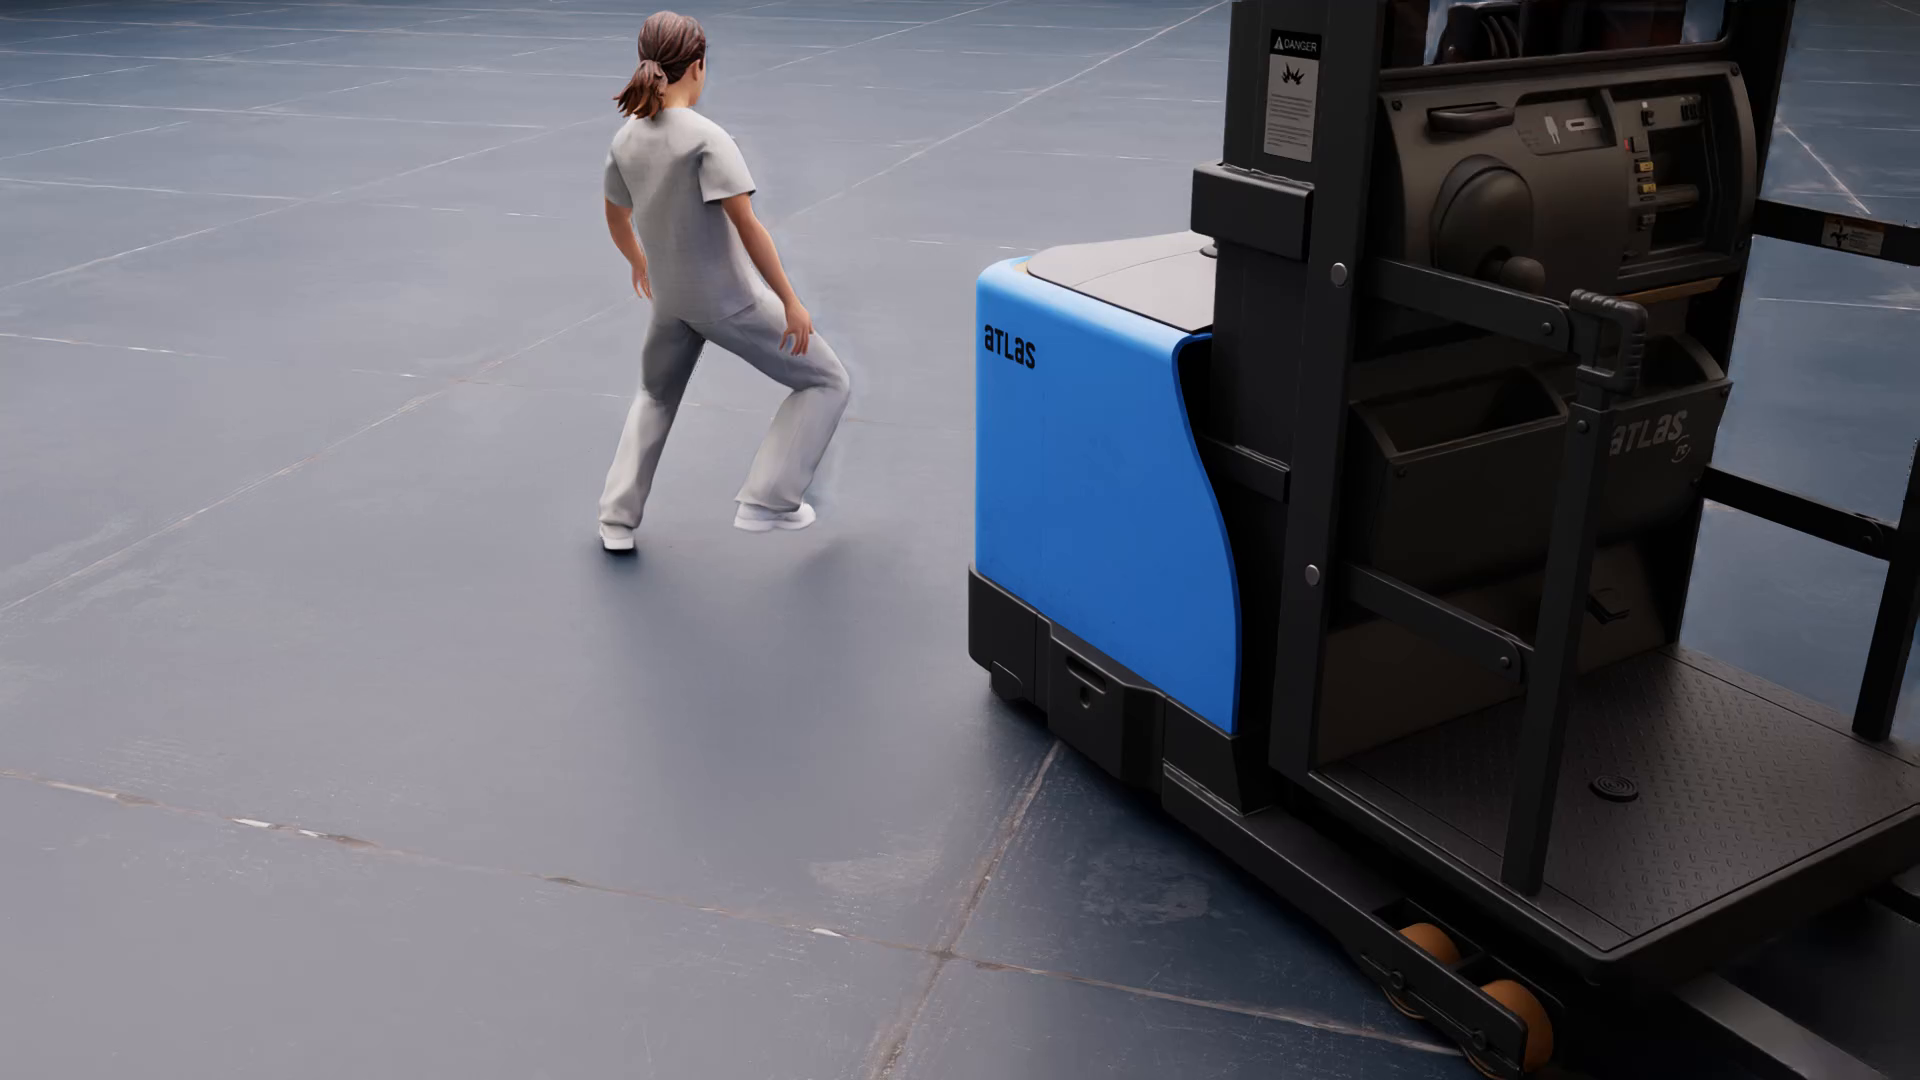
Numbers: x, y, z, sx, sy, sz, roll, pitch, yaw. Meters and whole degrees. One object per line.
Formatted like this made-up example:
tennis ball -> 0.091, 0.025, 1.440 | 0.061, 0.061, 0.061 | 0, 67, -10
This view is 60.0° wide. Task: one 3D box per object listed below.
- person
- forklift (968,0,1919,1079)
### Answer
person -> -0.743, -0.717, 4.836 | 0.824, 1.573, 0.586 | 16, 28, 35
forklift -> 1.218, -0.628, 2.800 | 1.130, 2.935, 3.031 | -13, 26, -29
